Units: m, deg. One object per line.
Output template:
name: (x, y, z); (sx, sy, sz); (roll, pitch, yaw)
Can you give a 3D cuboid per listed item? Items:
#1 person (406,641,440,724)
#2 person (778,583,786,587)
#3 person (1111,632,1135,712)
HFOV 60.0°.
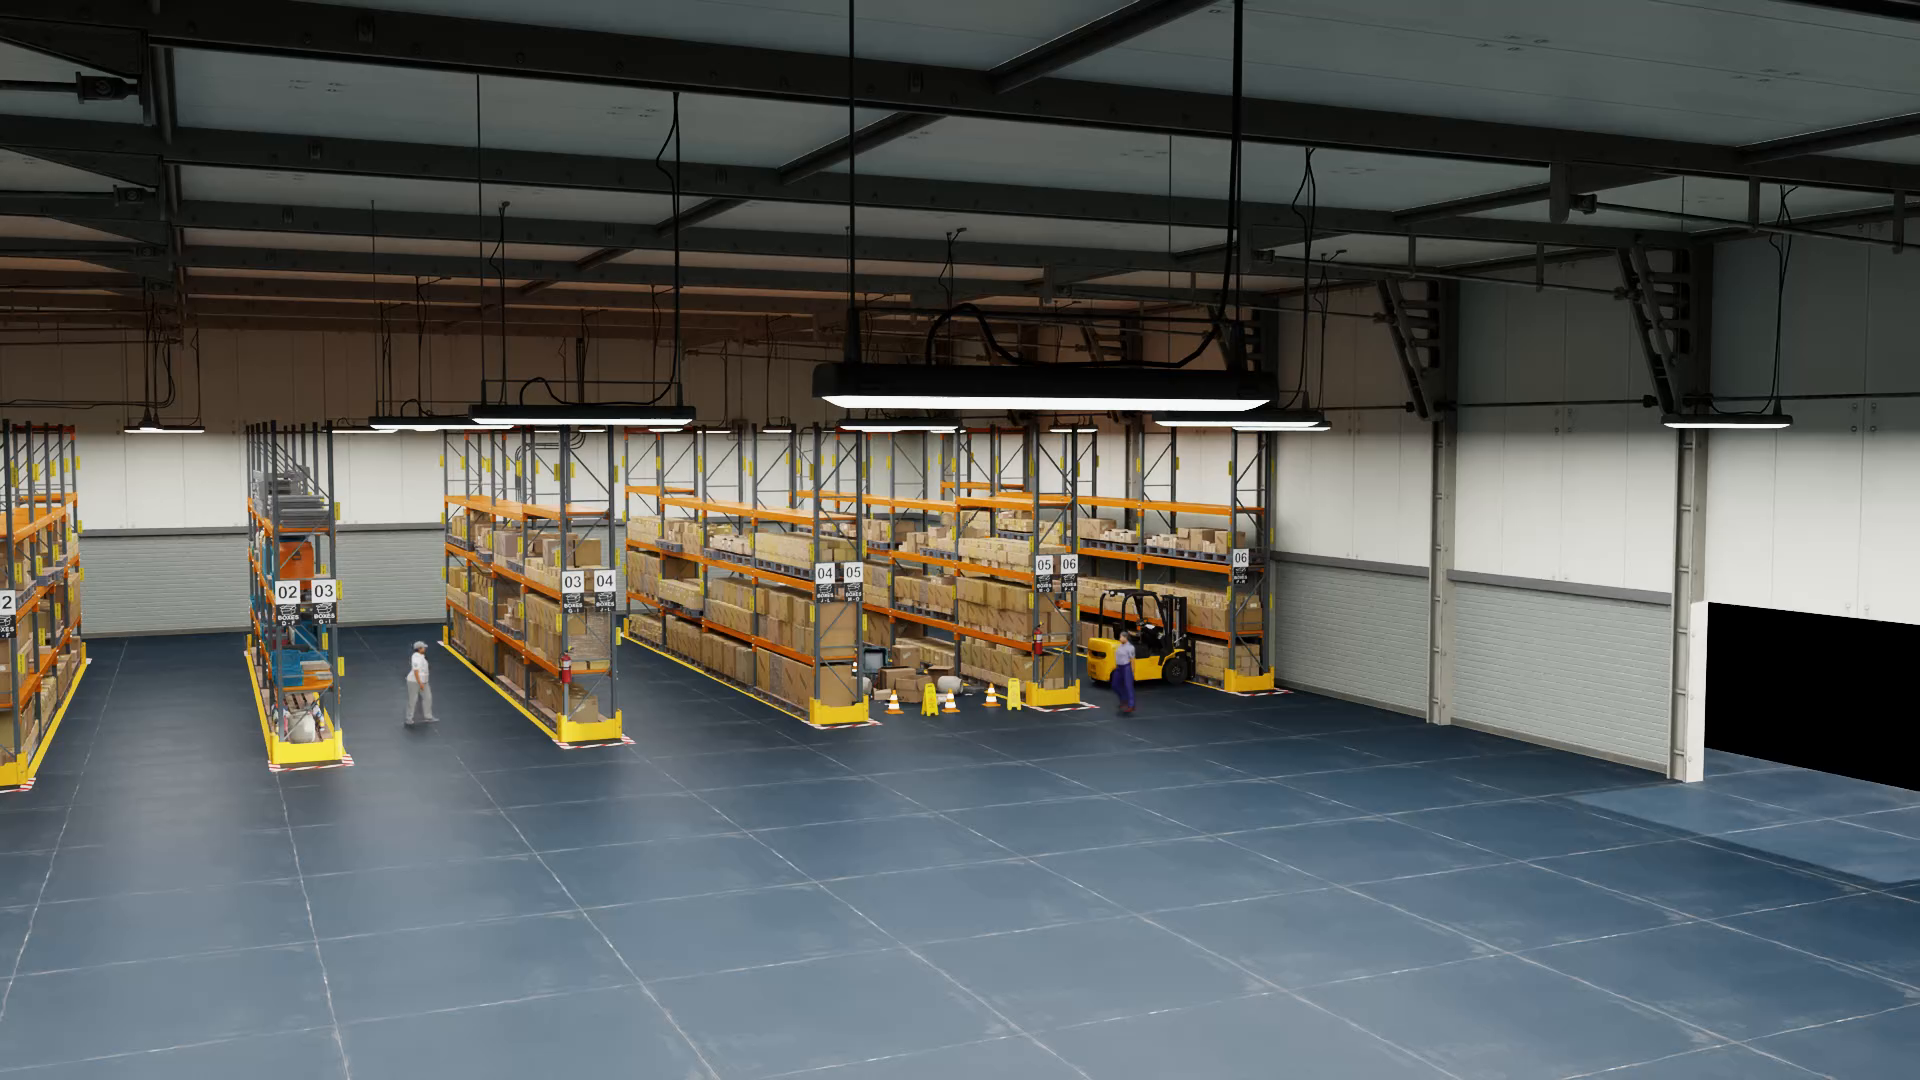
person: (-10.766, 2.833, 33.108); (0.622, 1.645, 0.528); (1, 4, 11)
person: (-4.889, 1.963, 45.876); (0.362, 1.780, 0.604); (-3, 5, -42)
person: (3.438, 2.729, 34.609); (0.424, 1.665, 0.605); (-2, 4, -34)
